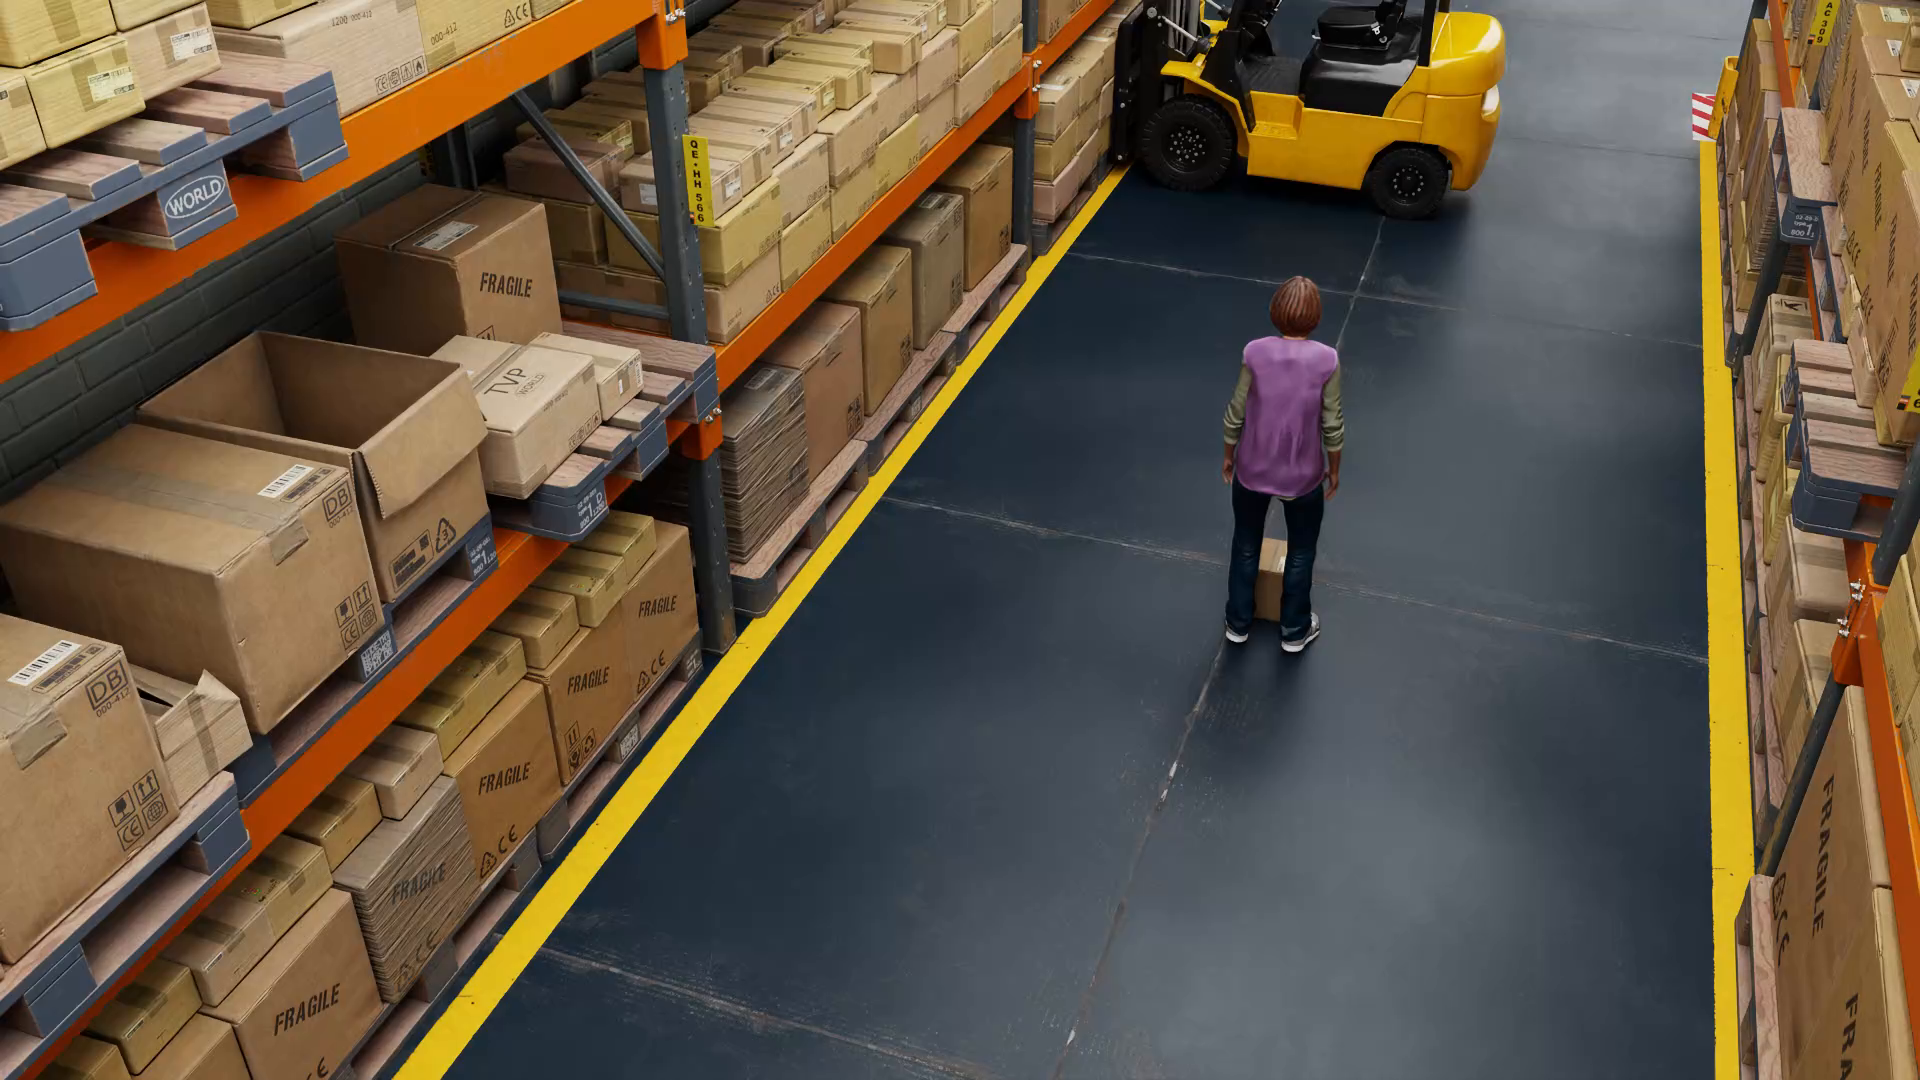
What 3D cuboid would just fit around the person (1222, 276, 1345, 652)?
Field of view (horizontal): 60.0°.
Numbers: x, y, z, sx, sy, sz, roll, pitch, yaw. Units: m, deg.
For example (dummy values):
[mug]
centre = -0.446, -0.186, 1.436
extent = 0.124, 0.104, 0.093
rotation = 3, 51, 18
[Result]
[person]
centre = 1.261, -0.267, 6.551
extent = 0.472, 1.593, 0.350
rotation = 11, 35, 15
